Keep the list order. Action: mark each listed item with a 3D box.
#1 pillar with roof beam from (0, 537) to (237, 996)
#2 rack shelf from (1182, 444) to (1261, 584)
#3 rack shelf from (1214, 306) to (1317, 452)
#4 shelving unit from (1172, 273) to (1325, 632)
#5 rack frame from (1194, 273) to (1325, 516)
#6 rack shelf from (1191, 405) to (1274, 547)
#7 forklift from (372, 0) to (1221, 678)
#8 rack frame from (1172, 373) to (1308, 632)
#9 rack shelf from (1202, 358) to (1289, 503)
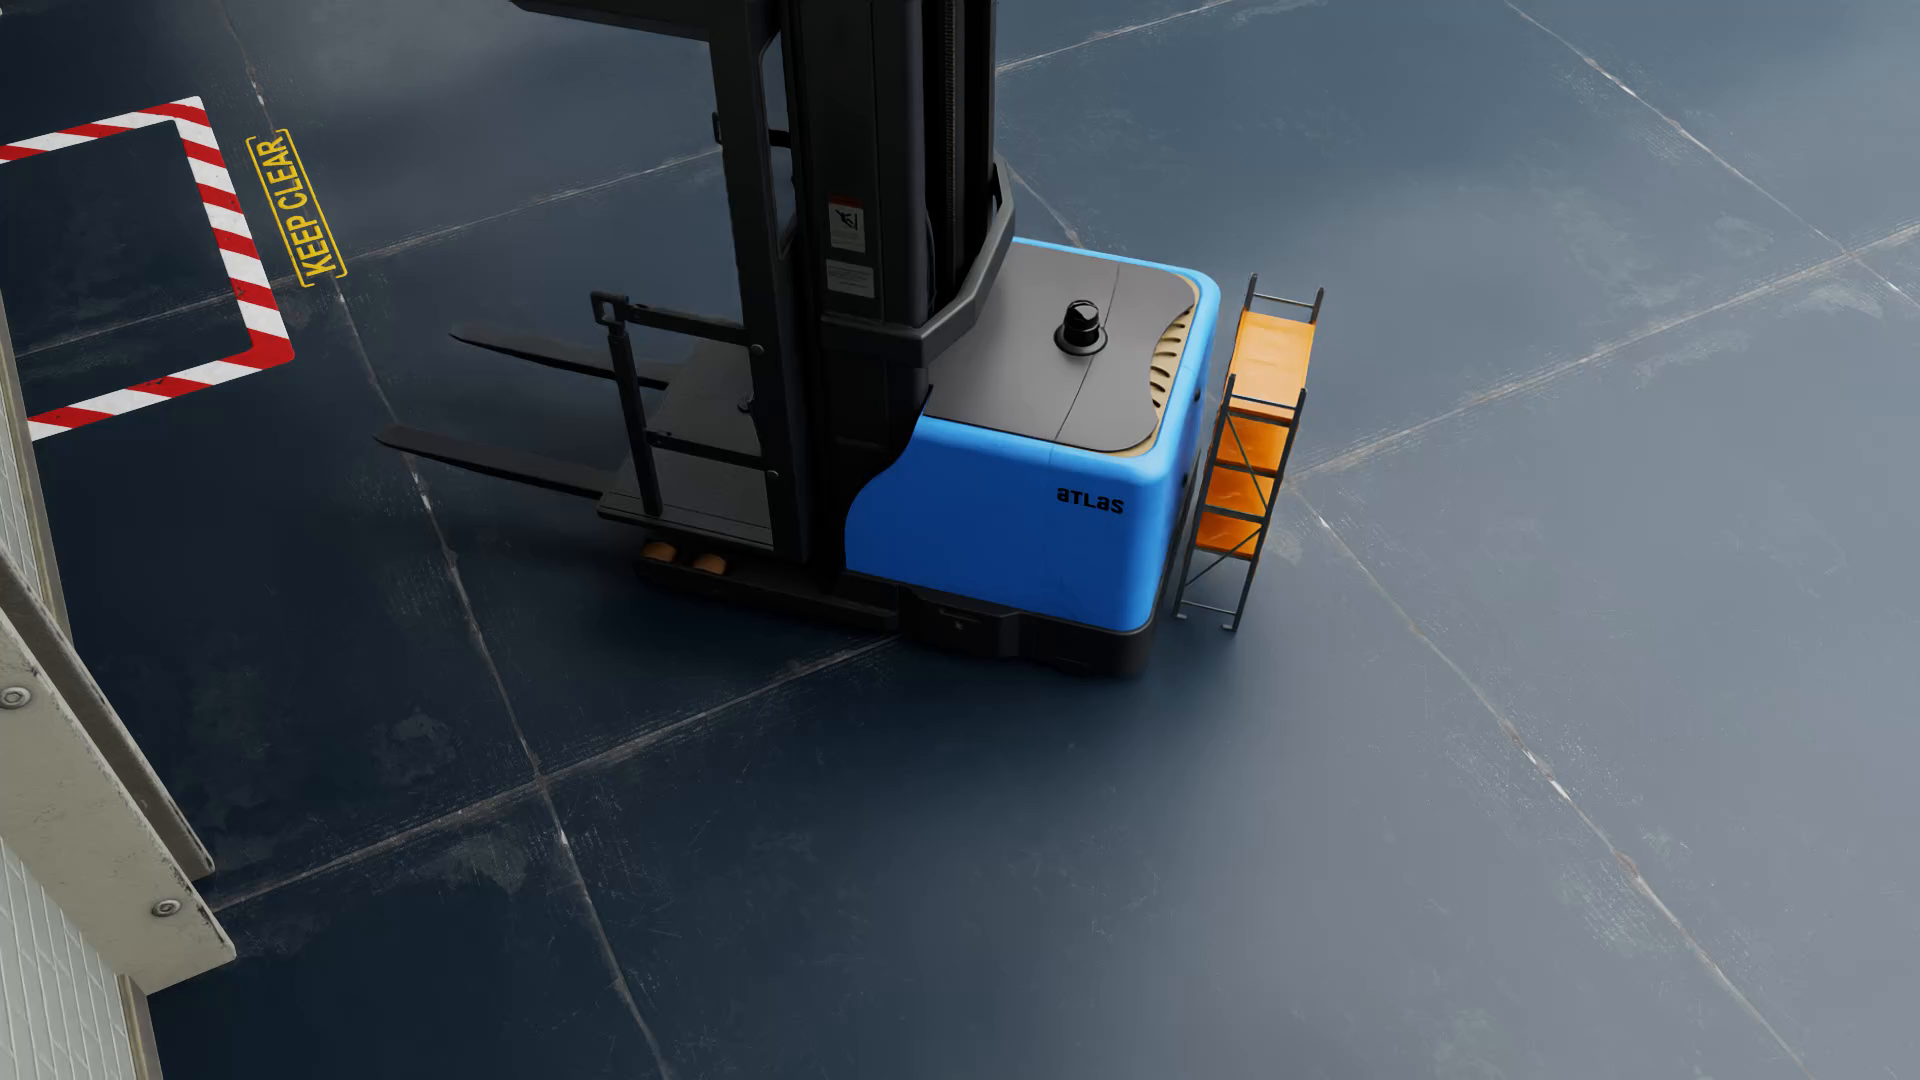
[{"bbox_3d":[1.372,-3.237,3.103,9.100,9.000,0.400,-21,52,-18],"label":"pillar with roof beam"},{"bbox_3d":[0.957,-0.098,5.882,0.258,0.148,0.480,13,50,7],"label":"rack shelf"},{"bbox_3d":[0.991,-0.524,5.381,0.258,0.148,0.480,13,50,7],"label":"rack shelf"},{"bbox_3d":[0.971,-0.270,5.680,0.258,1.200,0.503,13,50,7],"label":"shelving unit"},{"bbox_3d":[1.032,-0.448,5.835,0.240,1.200,0.015,13,50,7],"label":"rack frame"},{"bbox_3d":[0.967,-0.226,5.731,0.258,0.148,0.480,13,50,7],"label":"rack shelf"},{"bbox_3d":[-0.682,-1.126,5.287,3.031,2.935,1.130,13,50,11],"label":"forklift"},{"bbox_3d":[0.910,-0.092,5.524,0.240,1.200,0.015,13,50,7],"label":"rack frame"},{"bbox_3d":[0.979,-0.371,5.561,0.258,0.148,0.480,13,50,7],"label":"rack shelf"}]
